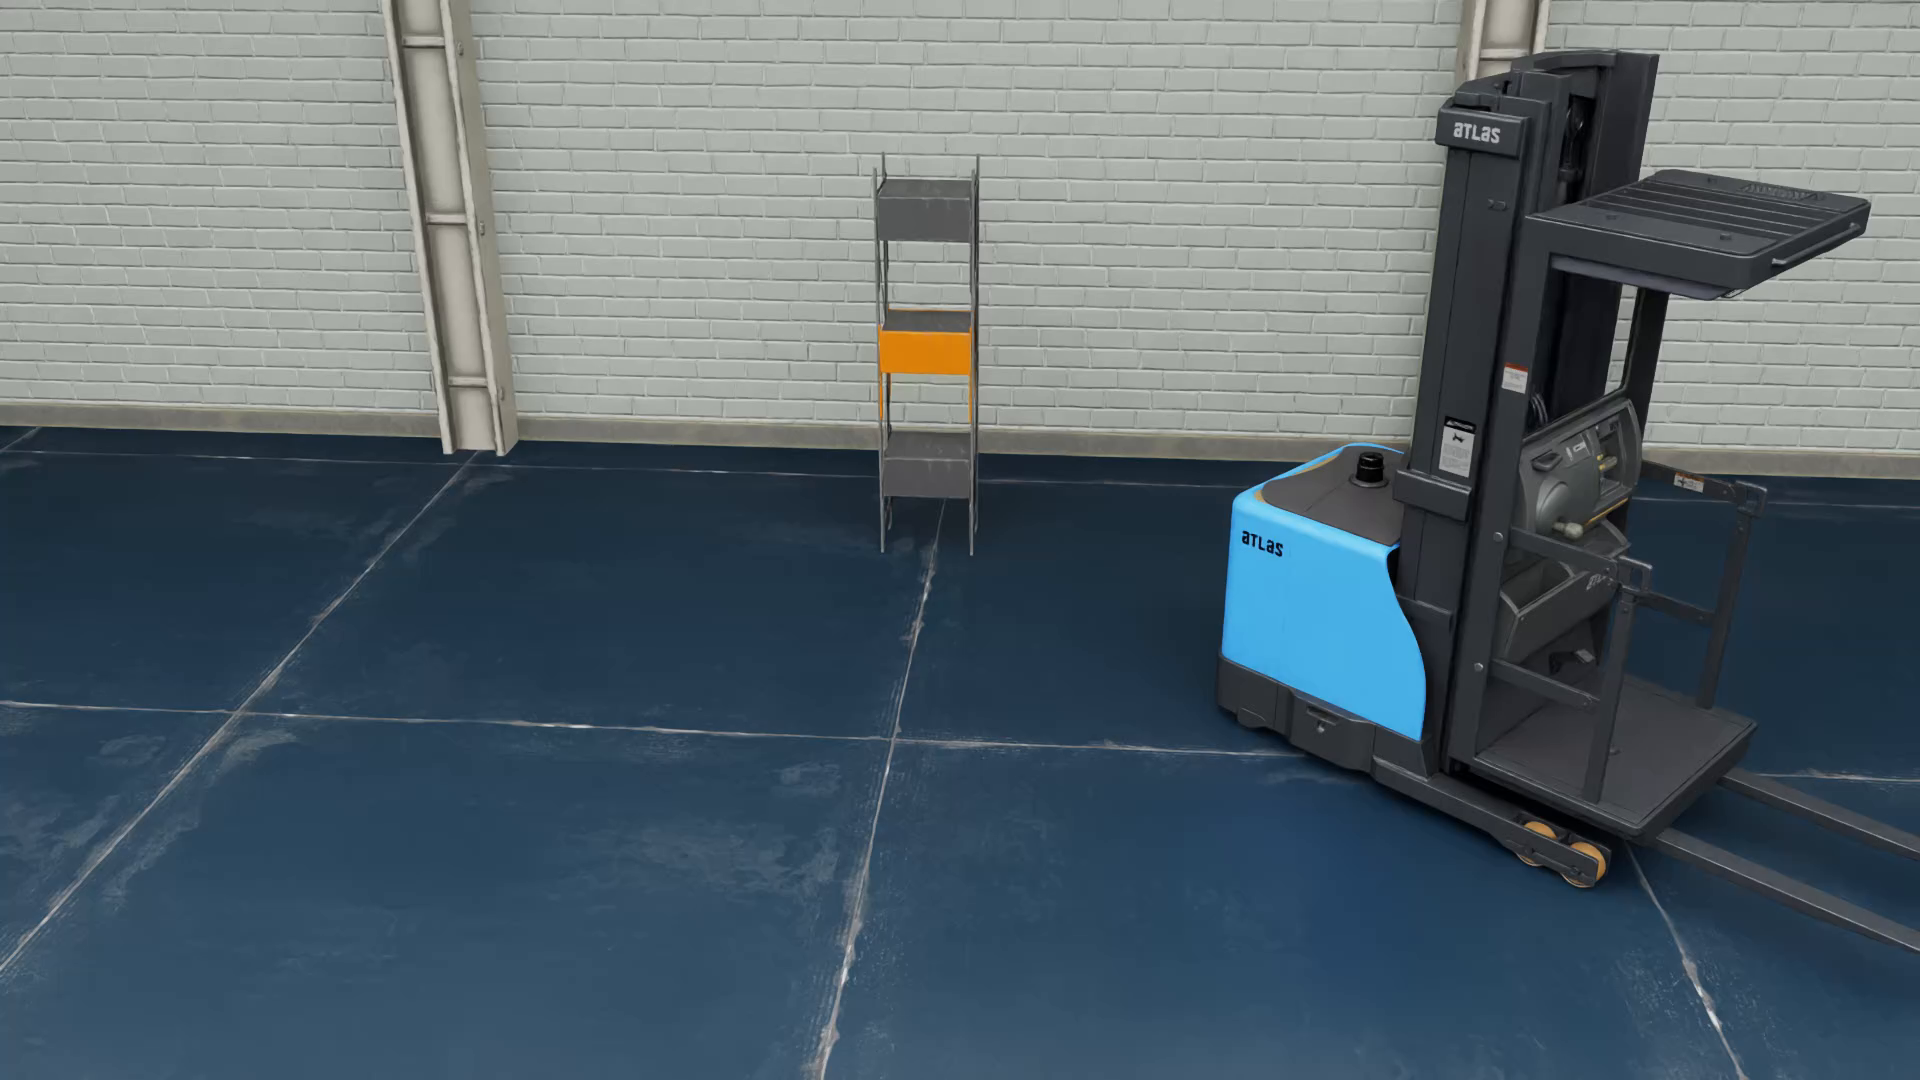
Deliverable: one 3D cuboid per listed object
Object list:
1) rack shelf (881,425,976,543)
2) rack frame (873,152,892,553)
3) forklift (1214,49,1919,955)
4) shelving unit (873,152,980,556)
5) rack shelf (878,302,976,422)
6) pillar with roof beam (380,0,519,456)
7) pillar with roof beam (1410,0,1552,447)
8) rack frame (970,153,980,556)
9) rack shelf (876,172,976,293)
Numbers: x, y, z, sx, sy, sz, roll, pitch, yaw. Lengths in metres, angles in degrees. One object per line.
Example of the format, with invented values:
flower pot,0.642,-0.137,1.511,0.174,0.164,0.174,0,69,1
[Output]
rack shelf,-0.165,-0.311,9.121,0.480,0.518,0.431,2,25,4
rack frame,-0.408,-0.967,8.840,0.015,2.100,0.400,2,25,4
forklift,2.541,-0.247,6.281,1.130,2.935,3.031,-22,33,-39
shelving unit,-0.165,-0.959,8.823,0.503,2.100,0.431,2,25,4
rack shelf,-0.165,-0.947,8.828,0.480,0.518,0.431,2,25,4
pillar with roof beam,-3.360,-2.891,4.767,0.400,9.000,9.100,2,25,4
pillar with roof beam,2.622,-2.699,4.350,0.400,9.000,9.100,2,25,4
rack frame,0.078,-0.951,8.806,0.015,2.100,0.400,2,25,4
rack shelf,-0.165,-1.583,8.536,0.480,0.518,0.431,2,25,4
